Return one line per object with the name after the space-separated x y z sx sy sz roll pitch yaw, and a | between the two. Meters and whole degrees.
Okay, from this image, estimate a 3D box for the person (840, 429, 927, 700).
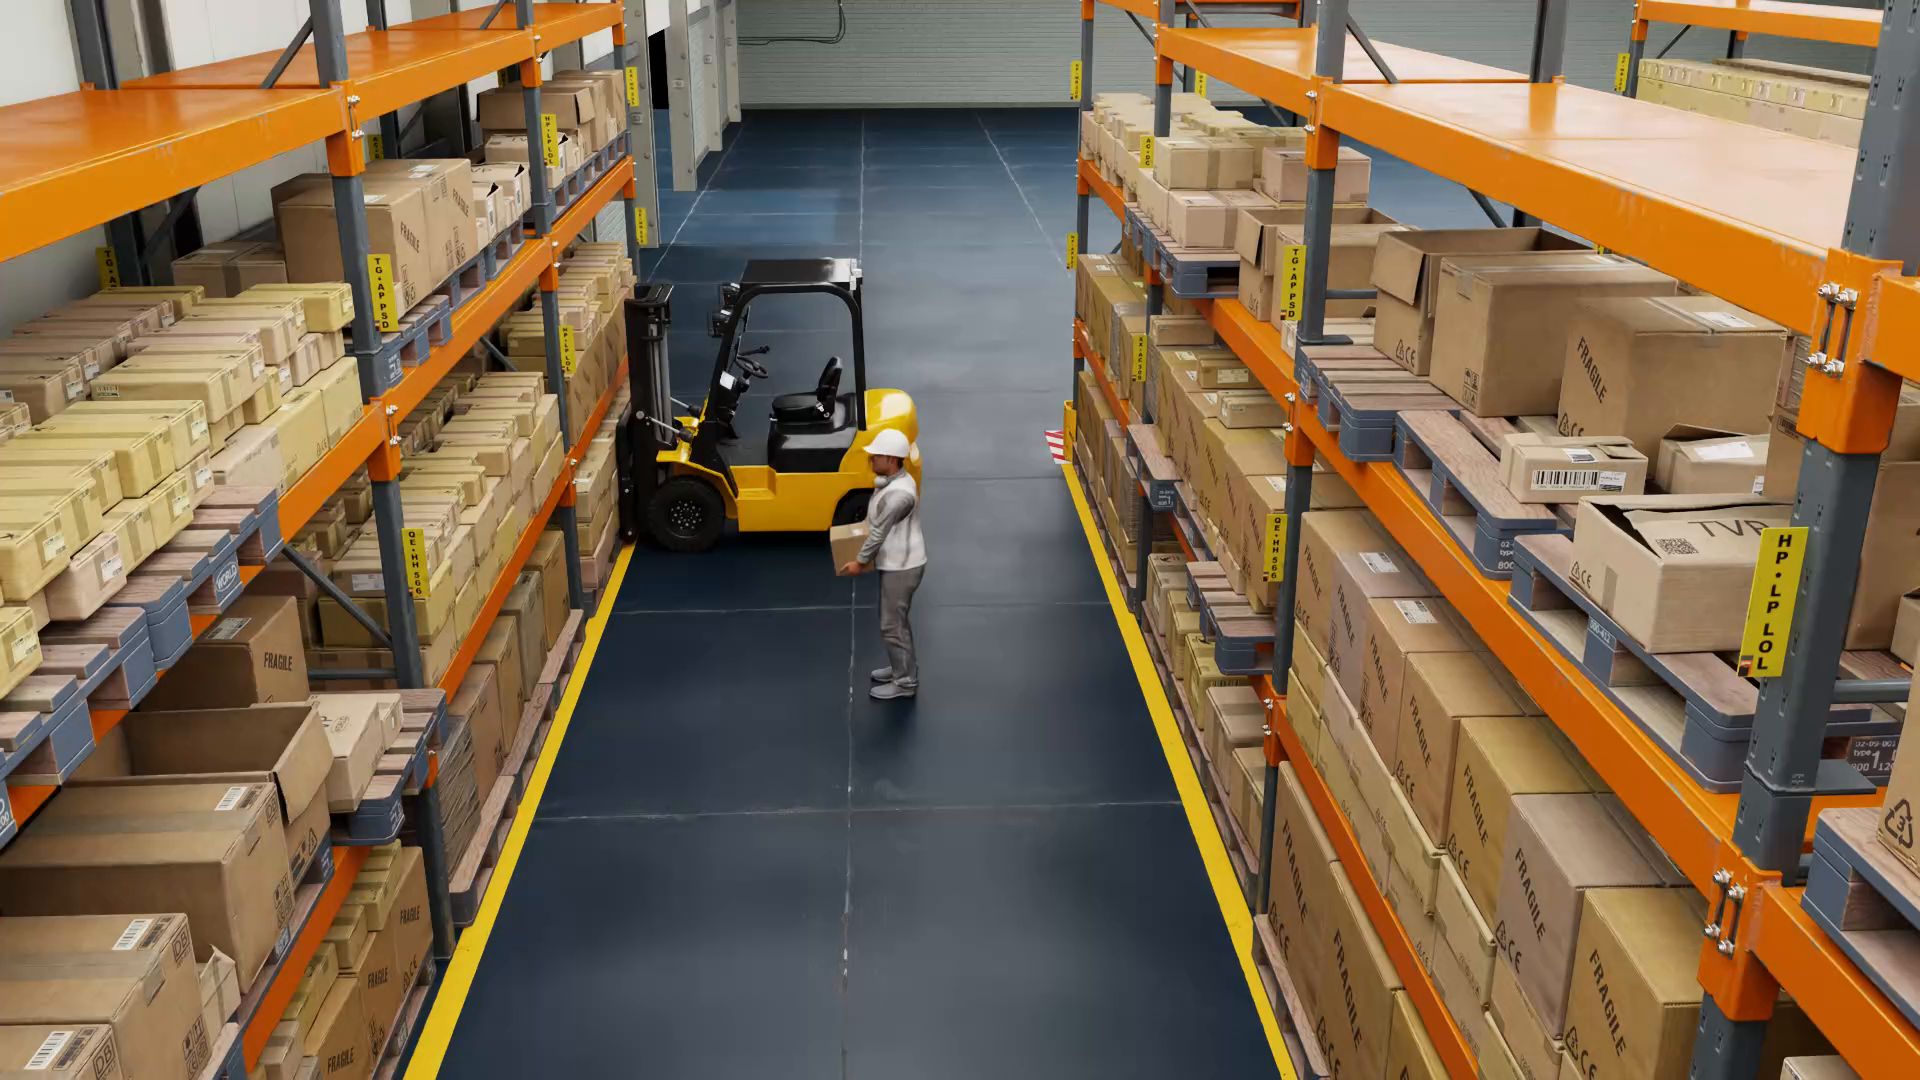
-0.493 0.147 10.649 0.558 1.772 0.494 -1 20 -4 | person
